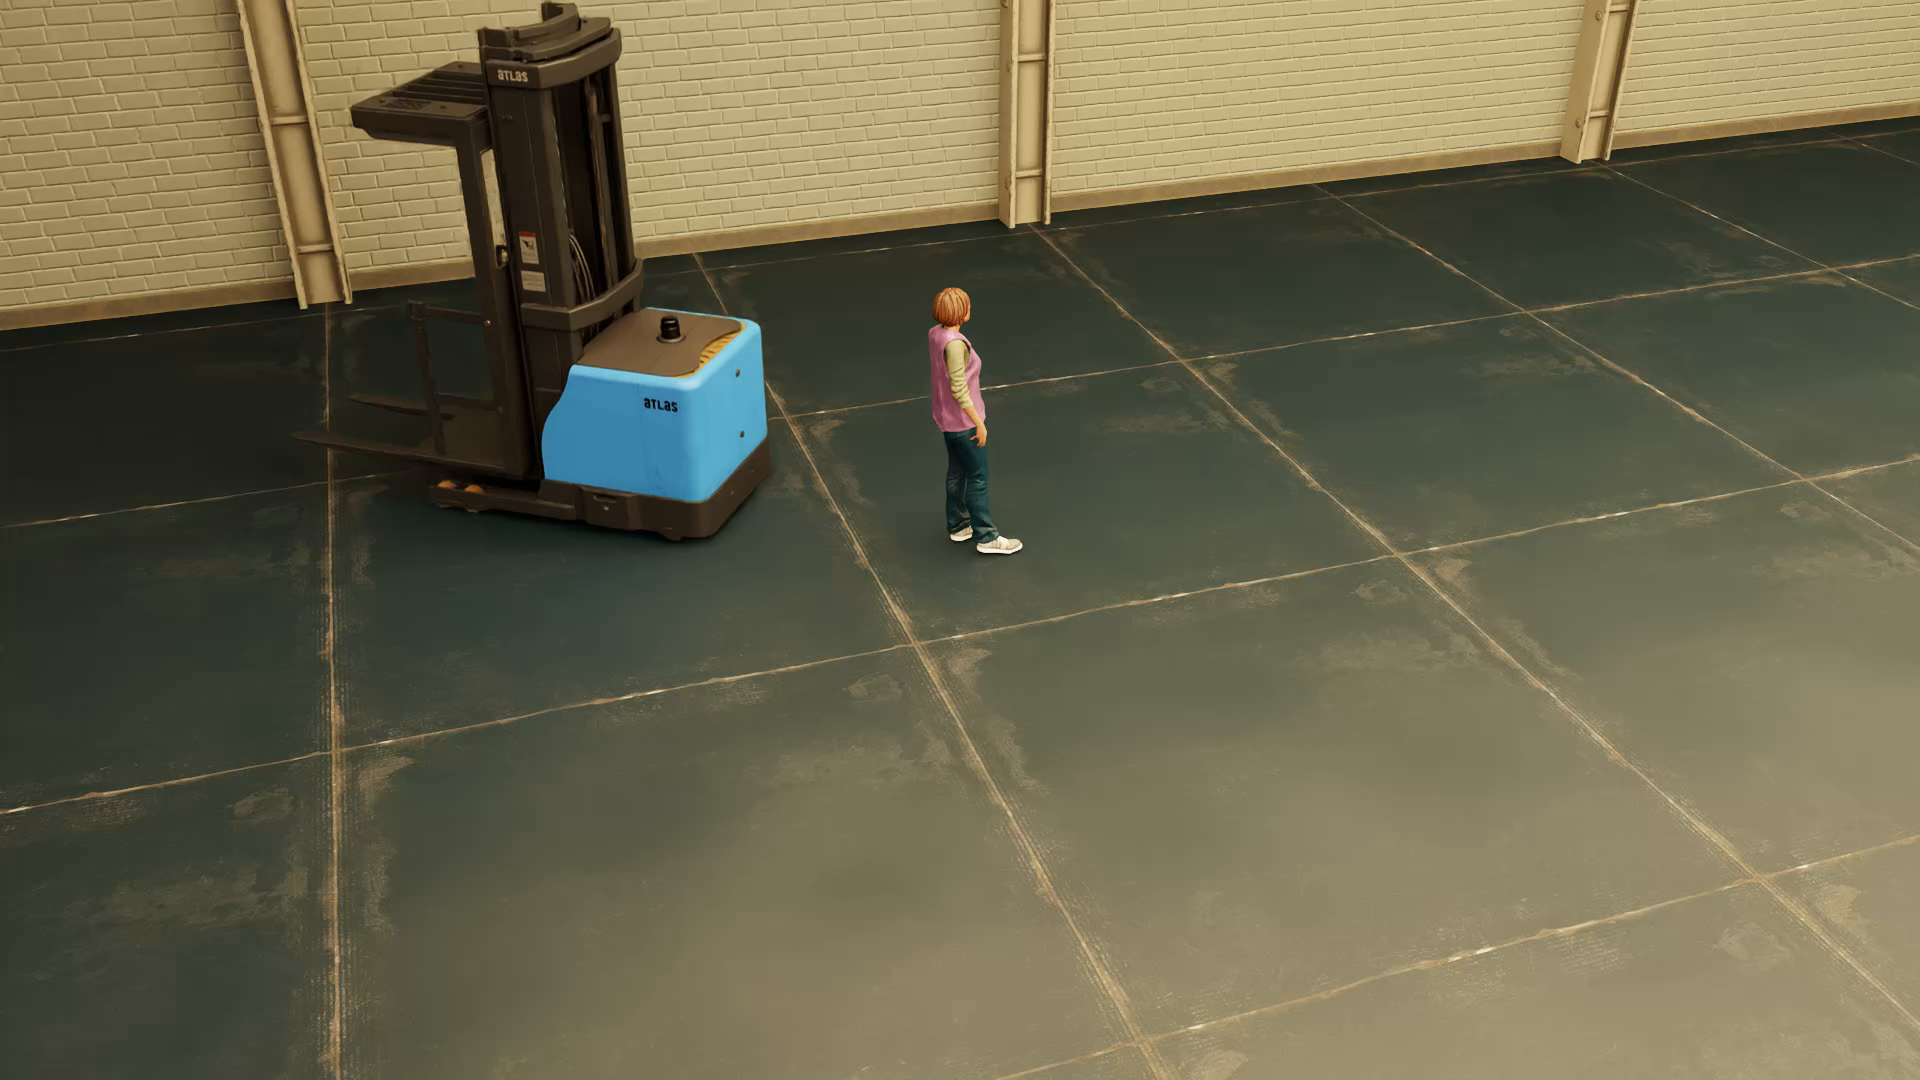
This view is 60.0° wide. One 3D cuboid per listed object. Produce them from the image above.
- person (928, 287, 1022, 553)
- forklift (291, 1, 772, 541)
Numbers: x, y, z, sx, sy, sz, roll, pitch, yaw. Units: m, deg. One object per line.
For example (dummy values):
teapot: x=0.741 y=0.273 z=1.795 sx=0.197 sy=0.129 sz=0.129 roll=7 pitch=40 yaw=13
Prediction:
person: x=0.075 y=-0.704 z=9.633 sx=0.473 sy=1.599 sz=0.520 roll=-10 pitch=31 yaw=-16
forklift: x=-2.786 y=-1.682 z=10.010 sx=3.031 sy=2.935 sz=1.130 roll=9 pitch=31 yaw=15
